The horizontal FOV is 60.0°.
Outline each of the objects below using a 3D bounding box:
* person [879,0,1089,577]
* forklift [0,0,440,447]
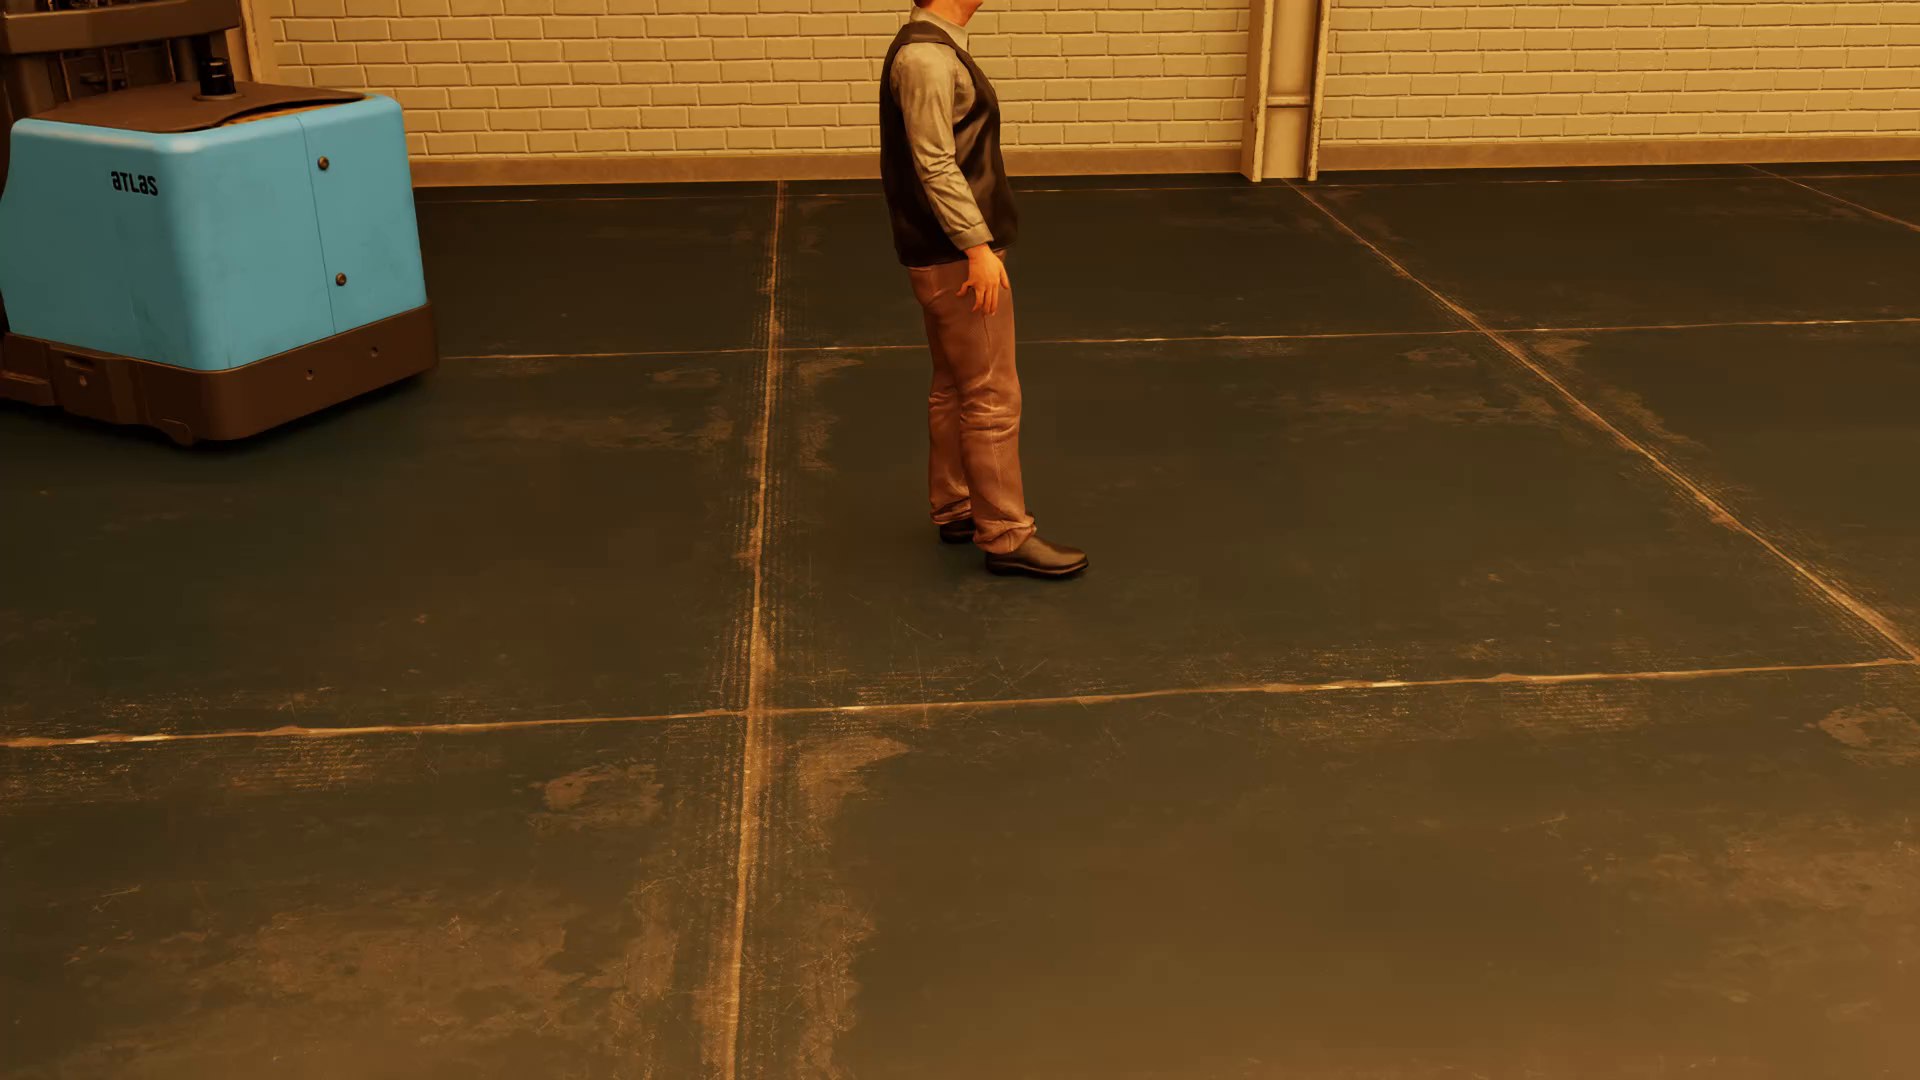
[{"bbox_3d":[0.063,-0.795,4.653,0.566,1.722,0.633,-2,24,-5],"label":"person"},{"bbox_3d":[-3.543,-2.061,6.060,3.031,2.935,1.130,12,26,25],"label":"forklift"}]
